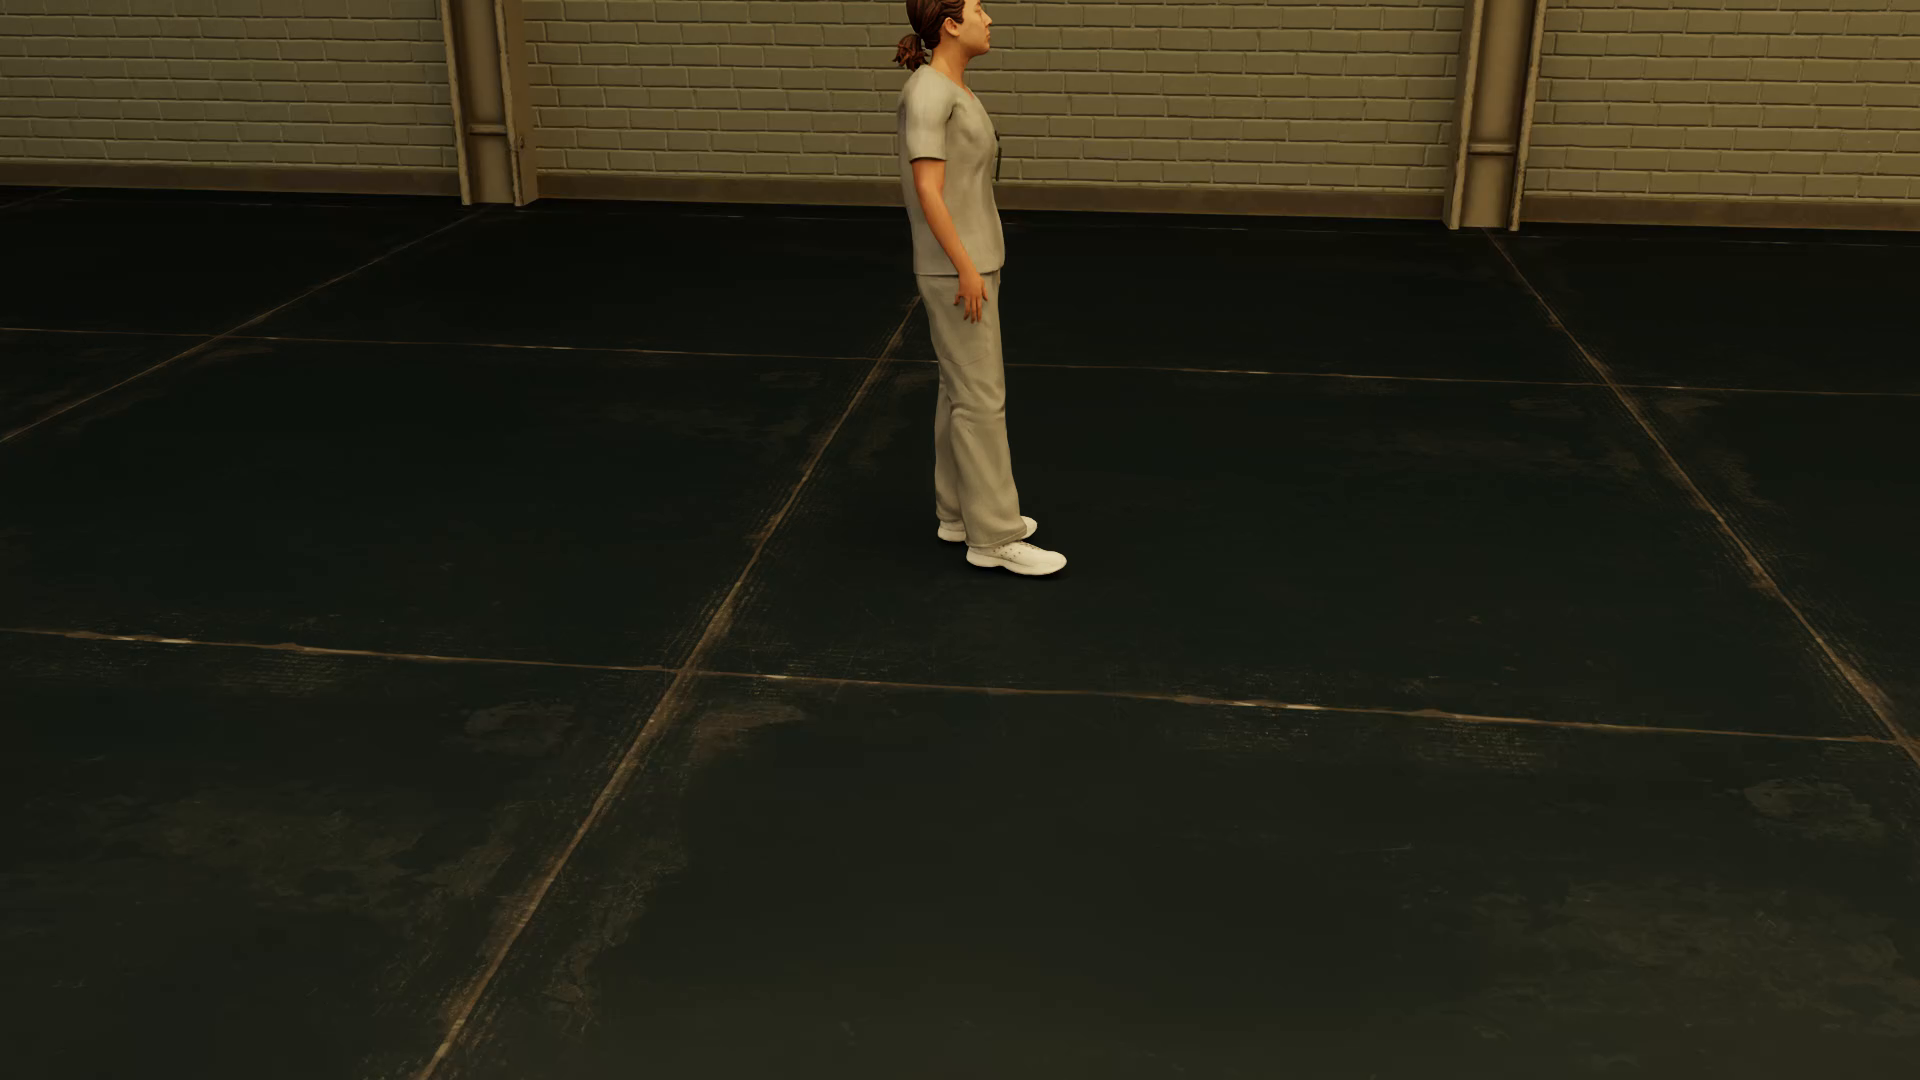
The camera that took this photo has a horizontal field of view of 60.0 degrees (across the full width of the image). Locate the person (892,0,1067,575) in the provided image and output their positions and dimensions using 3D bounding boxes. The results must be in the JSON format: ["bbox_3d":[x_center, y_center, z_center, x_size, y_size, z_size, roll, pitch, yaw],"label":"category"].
[{"bbox_3d":[0.072,-0.776,4.840,0.548,1.673,0.549,3,22,7],"label":"person"}]
